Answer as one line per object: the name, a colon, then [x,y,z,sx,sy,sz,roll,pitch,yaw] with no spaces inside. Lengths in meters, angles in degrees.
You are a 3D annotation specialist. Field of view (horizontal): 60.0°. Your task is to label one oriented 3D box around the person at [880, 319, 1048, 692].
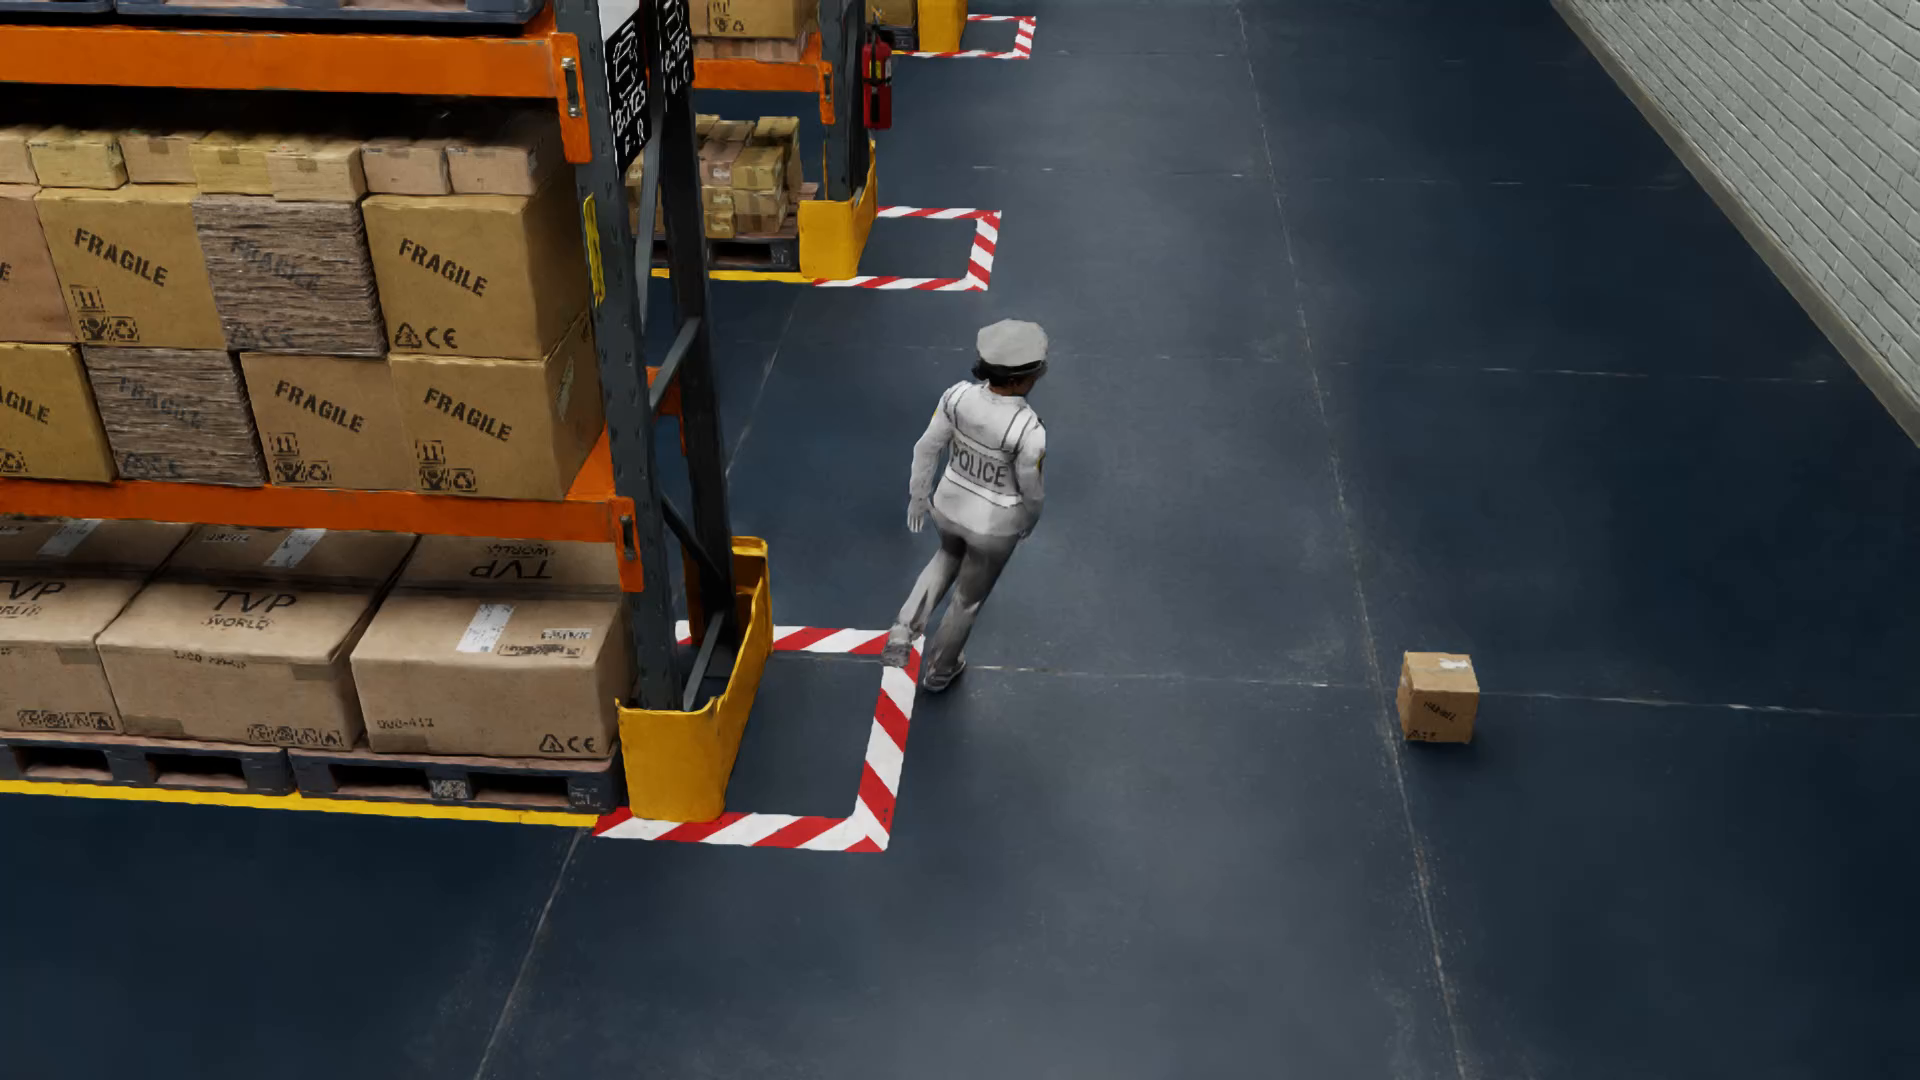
person: [0.035,-0.075,6.250,0.625,1.625,0.473,23,39,31]
